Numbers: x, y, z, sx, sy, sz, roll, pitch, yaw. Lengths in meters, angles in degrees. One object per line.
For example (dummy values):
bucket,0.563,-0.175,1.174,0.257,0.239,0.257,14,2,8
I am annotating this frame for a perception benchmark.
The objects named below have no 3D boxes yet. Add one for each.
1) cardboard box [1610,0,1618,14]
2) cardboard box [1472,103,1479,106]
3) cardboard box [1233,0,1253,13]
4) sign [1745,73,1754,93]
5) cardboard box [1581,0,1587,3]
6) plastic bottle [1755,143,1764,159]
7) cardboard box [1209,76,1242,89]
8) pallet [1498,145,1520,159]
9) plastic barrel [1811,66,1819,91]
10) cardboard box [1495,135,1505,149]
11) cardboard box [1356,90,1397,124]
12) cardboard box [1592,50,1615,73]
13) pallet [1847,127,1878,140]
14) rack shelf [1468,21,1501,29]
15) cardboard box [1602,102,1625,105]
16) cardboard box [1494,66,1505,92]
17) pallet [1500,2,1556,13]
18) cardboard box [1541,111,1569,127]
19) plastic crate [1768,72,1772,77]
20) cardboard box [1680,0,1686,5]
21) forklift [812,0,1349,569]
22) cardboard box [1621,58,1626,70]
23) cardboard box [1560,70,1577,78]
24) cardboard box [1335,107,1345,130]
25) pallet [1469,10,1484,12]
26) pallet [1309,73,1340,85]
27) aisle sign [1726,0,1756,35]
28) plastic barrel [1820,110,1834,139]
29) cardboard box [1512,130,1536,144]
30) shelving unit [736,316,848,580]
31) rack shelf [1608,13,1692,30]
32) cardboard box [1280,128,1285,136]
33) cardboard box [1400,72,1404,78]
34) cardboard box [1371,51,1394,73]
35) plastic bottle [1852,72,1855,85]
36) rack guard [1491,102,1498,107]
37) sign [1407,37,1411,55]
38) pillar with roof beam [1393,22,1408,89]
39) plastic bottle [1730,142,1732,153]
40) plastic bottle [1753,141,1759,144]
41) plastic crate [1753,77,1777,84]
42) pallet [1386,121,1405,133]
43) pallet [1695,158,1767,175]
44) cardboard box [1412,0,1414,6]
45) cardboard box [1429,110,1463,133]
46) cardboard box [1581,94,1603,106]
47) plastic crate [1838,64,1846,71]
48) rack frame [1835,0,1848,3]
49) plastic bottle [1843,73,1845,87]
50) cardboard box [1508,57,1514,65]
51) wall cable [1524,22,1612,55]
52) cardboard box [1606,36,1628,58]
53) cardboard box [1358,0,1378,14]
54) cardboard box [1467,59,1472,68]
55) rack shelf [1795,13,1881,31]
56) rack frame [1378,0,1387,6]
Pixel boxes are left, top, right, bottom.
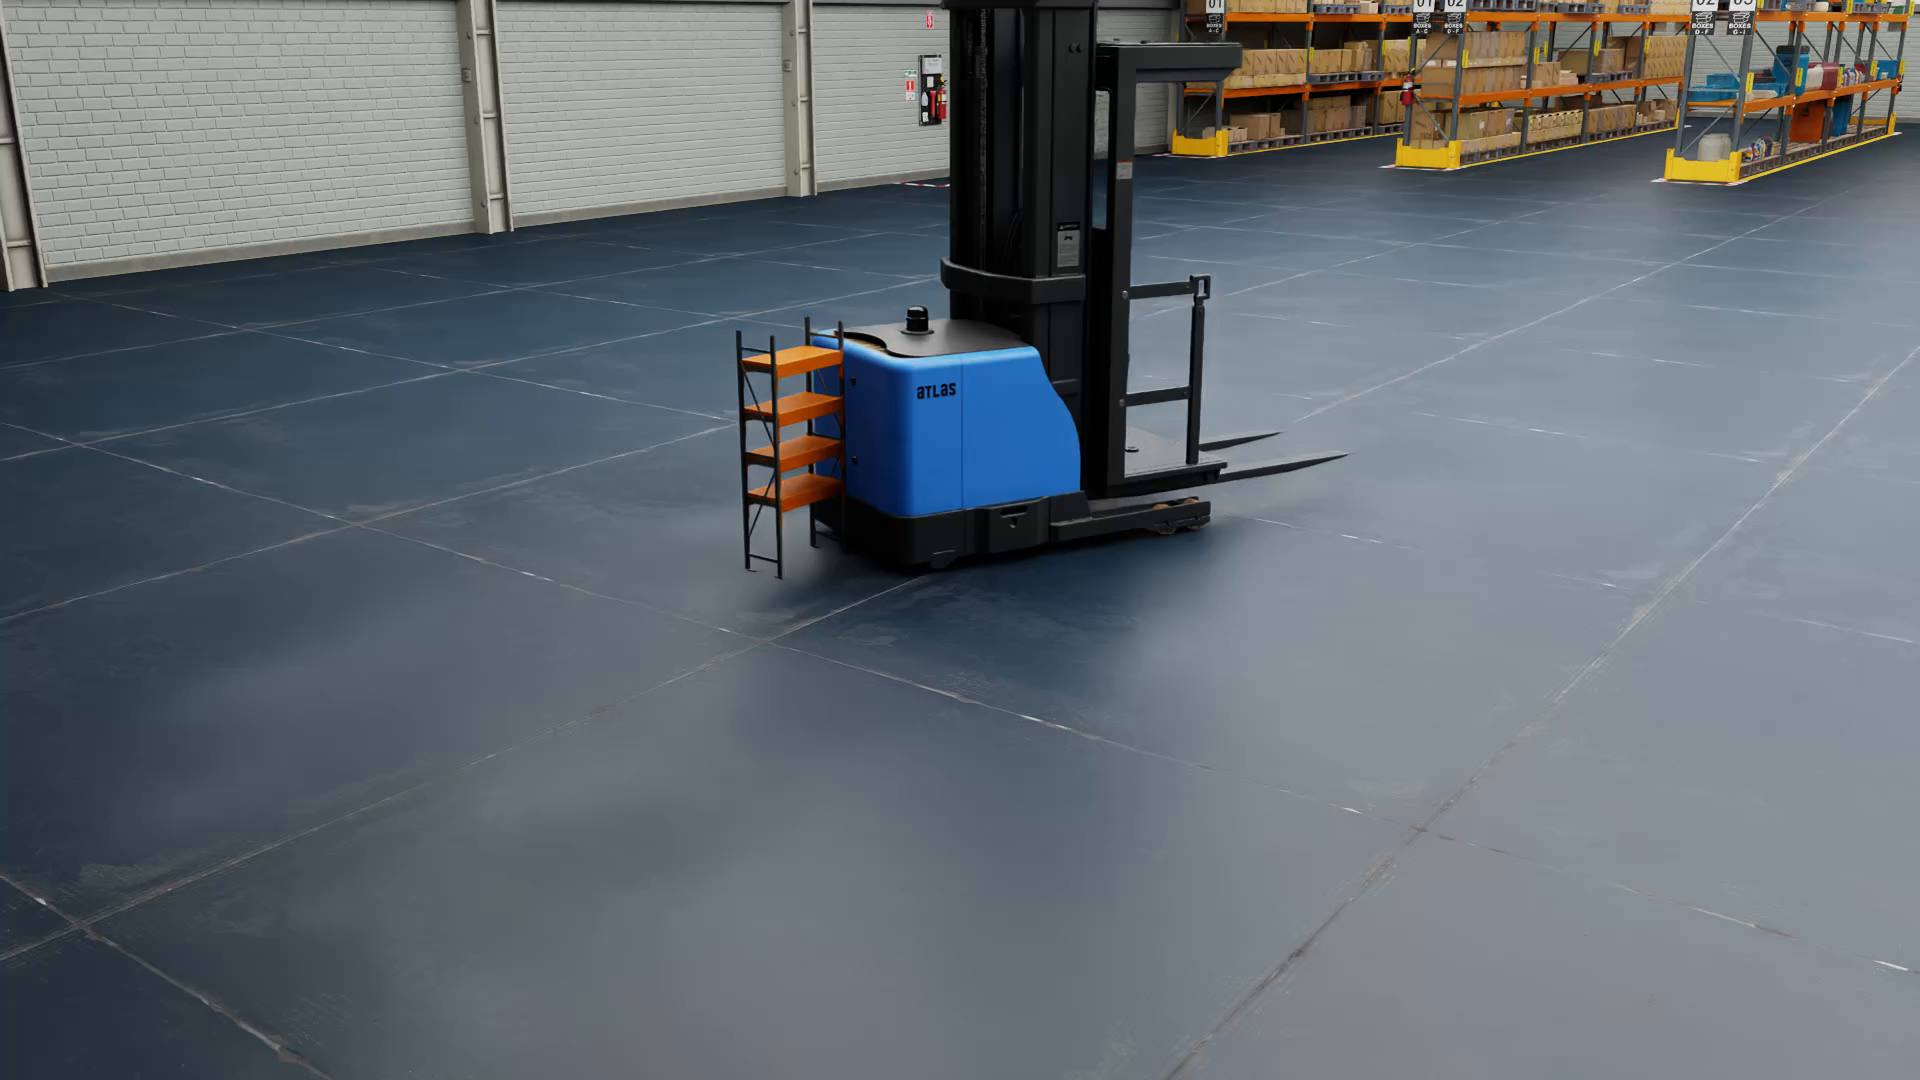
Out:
cardboard box,14.517,-12.293,38.046,0.910,0.500,0.500,12,21,35
cardboard box,13.822,-11.941,45.644,0.700,0.500,0.500,12,21,35
cardboard box,5.672,-11.074,34.085,0.500,0.500,0.500,14,22,38
sign,13.319,-7.710,28.047,0.100,0.325,0.005,12,21,35
cardboard box,13.445,-11.901,36.497,0.500,0.250,0.500,11,20,31
plastic bottle,14.704,-7.173,30.636,0.152,0.276,0.135,13,21,36
cardboard box,5.469,-9.425,34.254,0.500,0.250,0.500,12,21,33
pallet,10.779,-7.991,34.121,1.003,0.211,1.213,12,21,35
plastic barrel,16.954,-9.252,33.290,0.421,0.512,0.421,0,17,0
cardboard box,10.594,-8.004,33.389,0.500,0.250,0.500,12,21,35
cardboard box,10.233,-10.658,40.923,0.750,0.750,0.750,12,21,34
cardboard box,14.653,-11.060,38.424,0.500,0.500,0.700,-15,23,-40
pallet,21.163,-9.676,39.547,1.003,0.211,1.213,12,21,35
rack shelf,13.265,-13.850,44.441,1.077,0.370,4.000,12,21,35
cardboard box,16.165,-10.613,41.333,0.500,0.500,0.500,12,21,35
cardboard box,10.416,-9.200,33.144,0.700,0.500,0.500,13,21,35
pallet,11.802,-11.058,34.561,0.805,0.209,1.217,11,21,33
cardboard box,12.949,-9.200,36.294,0.500,0.311,0.500,12,21,34
plastic crate,15.670,-8.939,32.498,0.392,0.384,0.575,12,21,35
cardboard box,18.038,-13.676,42.078,0.500,0.250,0.500,12,21,35
forklift,0.761,-1.551,8.797,3.031,2.935,1.130,-9,20,-28
cardboard box,16.145,-11.623,40.944,0.500,0.500,0.500,13,21,36
cardboard box,13.418,-10.336,37.121,0.500,0.311,0.500,14,22,38
cardboard box,8.629,-9.942,39.175,0.700,0.500,0.500,12,21,34
pallet,13.296,-14.157,44.367,1.003,0.211,1.213,12,21,35
pallet,7.879,-10.444,37.641,1.003,0.211,1.213,12,21,35
aisle sign,13.072,-8.849,27.797,0.394,0.787,0.004,12,21,35
plastic barrel,18.597,-9.019,36.086,0.600,0.588,0.708,12,21,35
cardboard box,11.726,-8.445,34.807,0.500,0.250,0.500,12,21,33
shelving unit,-0.819,-0.461,8.204,0.258,1.200,0.503,12,21,35
rack shelf,17.245,-12.976,41.625,1.077,0.370,4.000,12,21,35
cardboard box,7.012,-9.104,37.037,0.380,0.166,0.250,9,20,28
cardboard box,10.816,-11.571,41.335,0.380,0.149,0.250,13,21,36
cardboard box,10.185,-11.602,40.342,0.500,0.500,0.500,13,22,36
plastic bottle,19.536,-10.117,36.473,0.152,0.276,0.135,12,21,35
rack guard,14.471,-12.049,46.702,1.175,0.500,0.348,12,21,35
sign,8.476,-9.318,31.338,0.100,0.325,0.005,12,21,35
pillar with roof beam,15.253,-14.709,40.935,9.100,9.000,0.400,12,21,35
plastic bottle,14.459,-7.361,31.249,0.097,0.271,0.097,0,17,0
plastic bottle,14.862,-7.308,31.071,0.152,0.276,0.135,12,21,35
plastic crate,14.849,-8.497,31.152,0.767,0.338,0.504,12,21,35
pallet,10.947,-10.464,42.084,1.003,0.211,1.213,12,21,35
pallet,14.103,-6.853,30.455,1.003,0.211,1.213,12,21,35
cardboard box,11.181,-13.641,41.644,0.700,0.500,0.500,12,21,34
cardboard box,9.568,-8.219,32.816,0.500,0.500,0.500,12,21,35
cardboard box,14.974,-10.474,39.624,0.500,0.250,0.500,12,21,35
plastic crate,20.034,-10.727,38.154,0.392,0.384,0.575,12,21,35
rack frame,17.646,-12.447,33.650,1.000,3.000,0.127,12,21,35
plastic bottle,18.889,-9.839,35.566,0.061,0.283,0.133,12,21,35
cardboard box,10.838,-9.576,33.259,0.380,0.149,0.250,12,21,35
wall cable,18.113,-15.904,50.019,3.097,2.526,0.112,12,21,35
cardboard box,16.147,-12.102,40.801,0.500,0.500,0.500,13,21,35
cardboard box,9.478,-12.512,39.037,0.500,0.311,0.500,12,21,35
cardboard box,9.465,-9.029,31.497,0.380,0.149,0.250,12,21,33
rack shelf,18.838,-11.147,35.736,1.077,0.370,4.000,12,21,35
rack frame,9.690,-14.197,39.288,1.000,3.000,0.127,12,21,35
